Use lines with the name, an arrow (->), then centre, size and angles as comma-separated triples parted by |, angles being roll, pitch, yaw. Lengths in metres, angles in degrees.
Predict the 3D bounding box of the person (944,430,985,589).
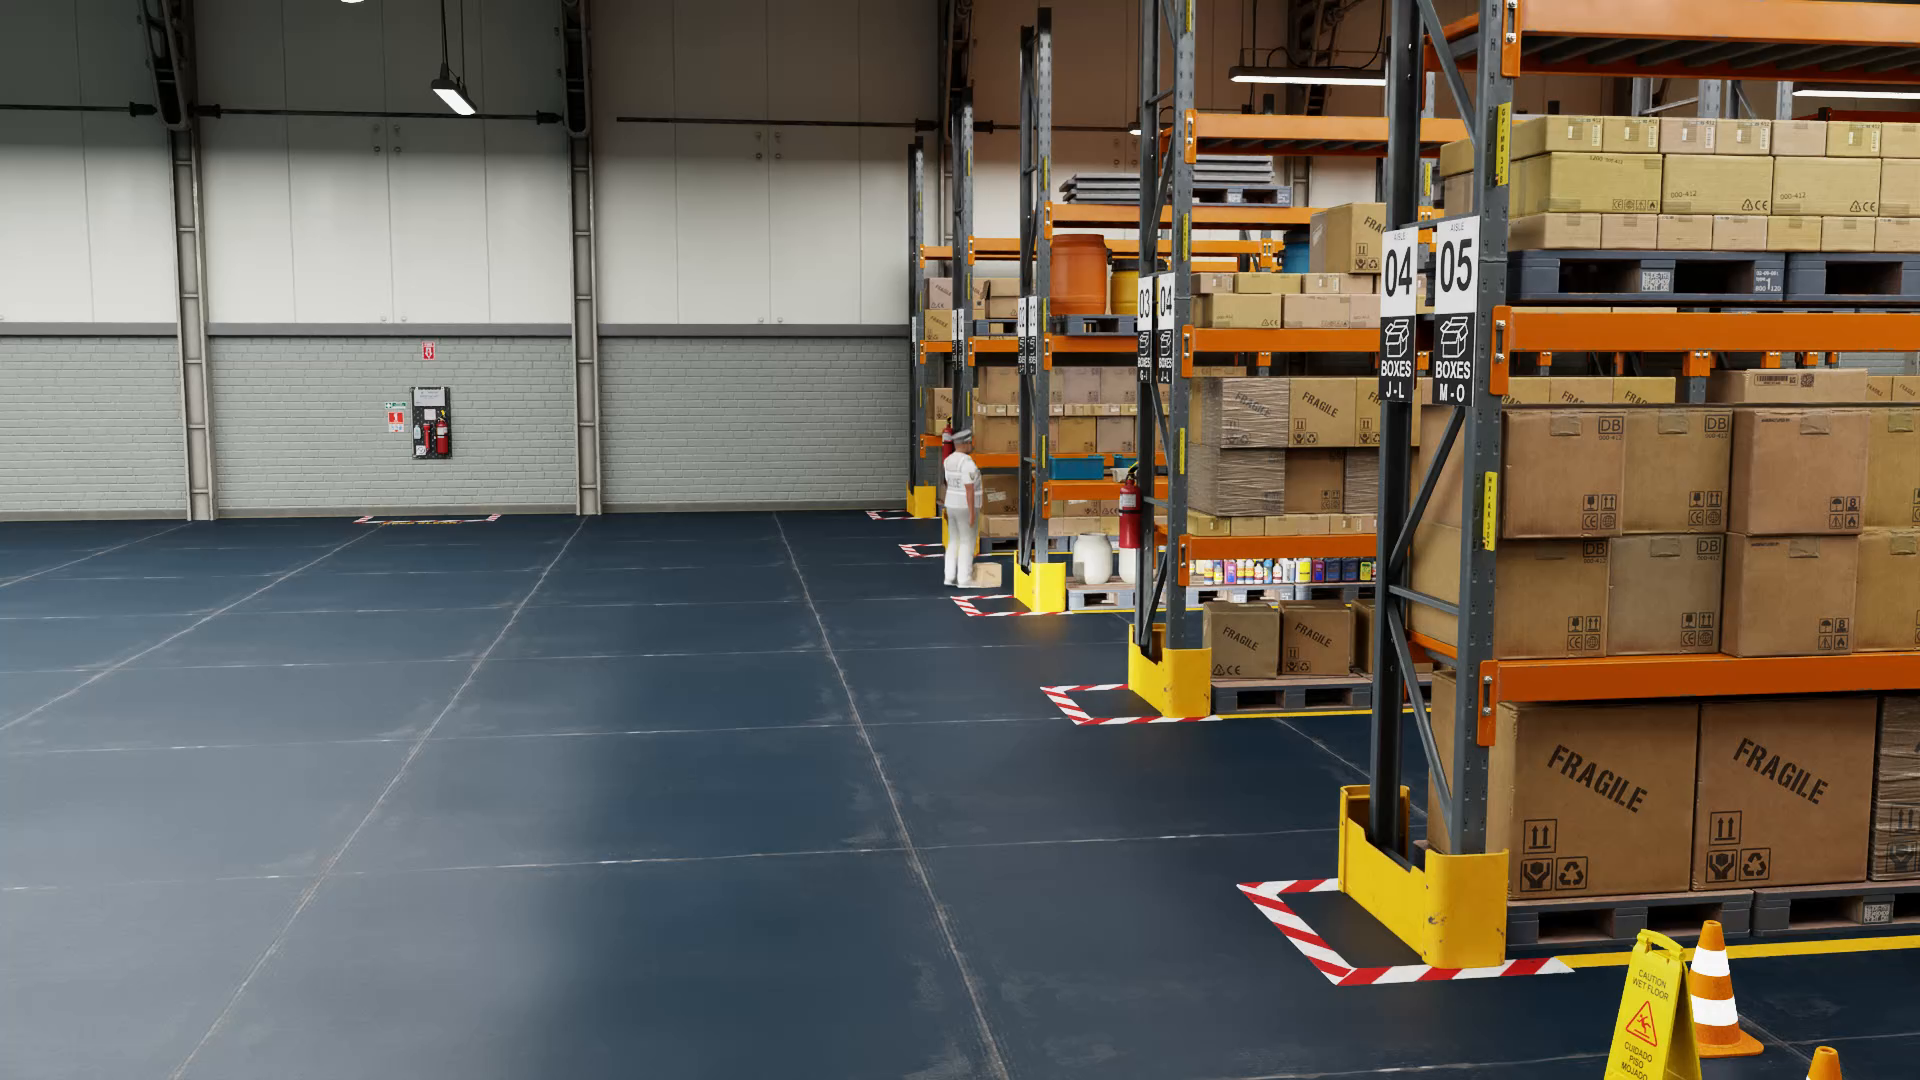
person -> 0.044, -0.341, 18.681 | 0.393, 1.786, 0.534 | -4, 7, -30
